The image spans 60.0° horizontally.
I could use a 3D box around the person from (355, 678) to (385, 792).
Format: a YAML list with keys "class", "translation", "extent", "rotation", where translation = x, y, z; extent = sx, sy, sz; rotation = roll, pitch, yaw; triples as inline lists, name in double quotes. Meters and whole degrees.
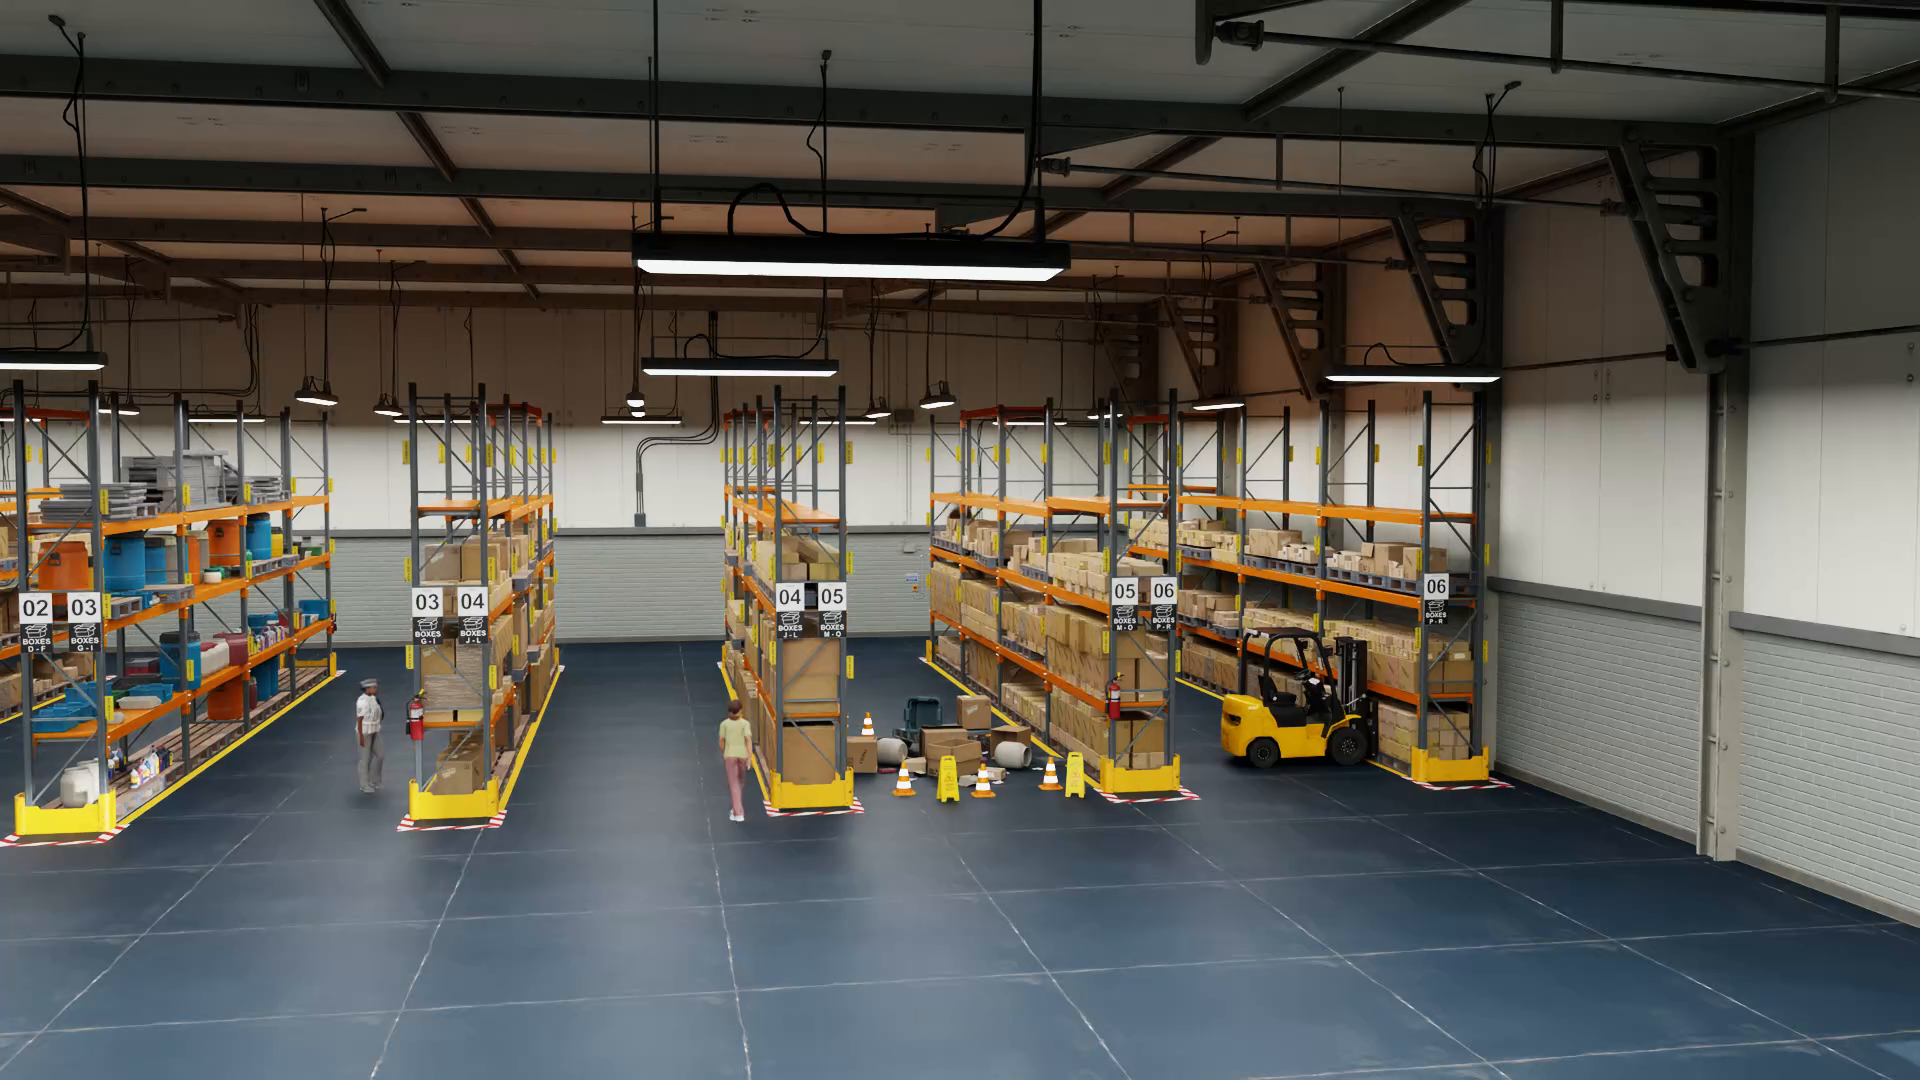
- class: "person"
  translation: [-8.850, 2.941, 24.883]
  extent: [0.350, 1.751, 0.534]
  rotation: [1, 3, 13]

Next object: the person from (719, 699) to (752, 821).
- class: "person"
  translation: [-3.115, 3.002, 22.867]
  extent: [0.413, 1.661, 0.804]
  rotation: [-1, 3, -25]
